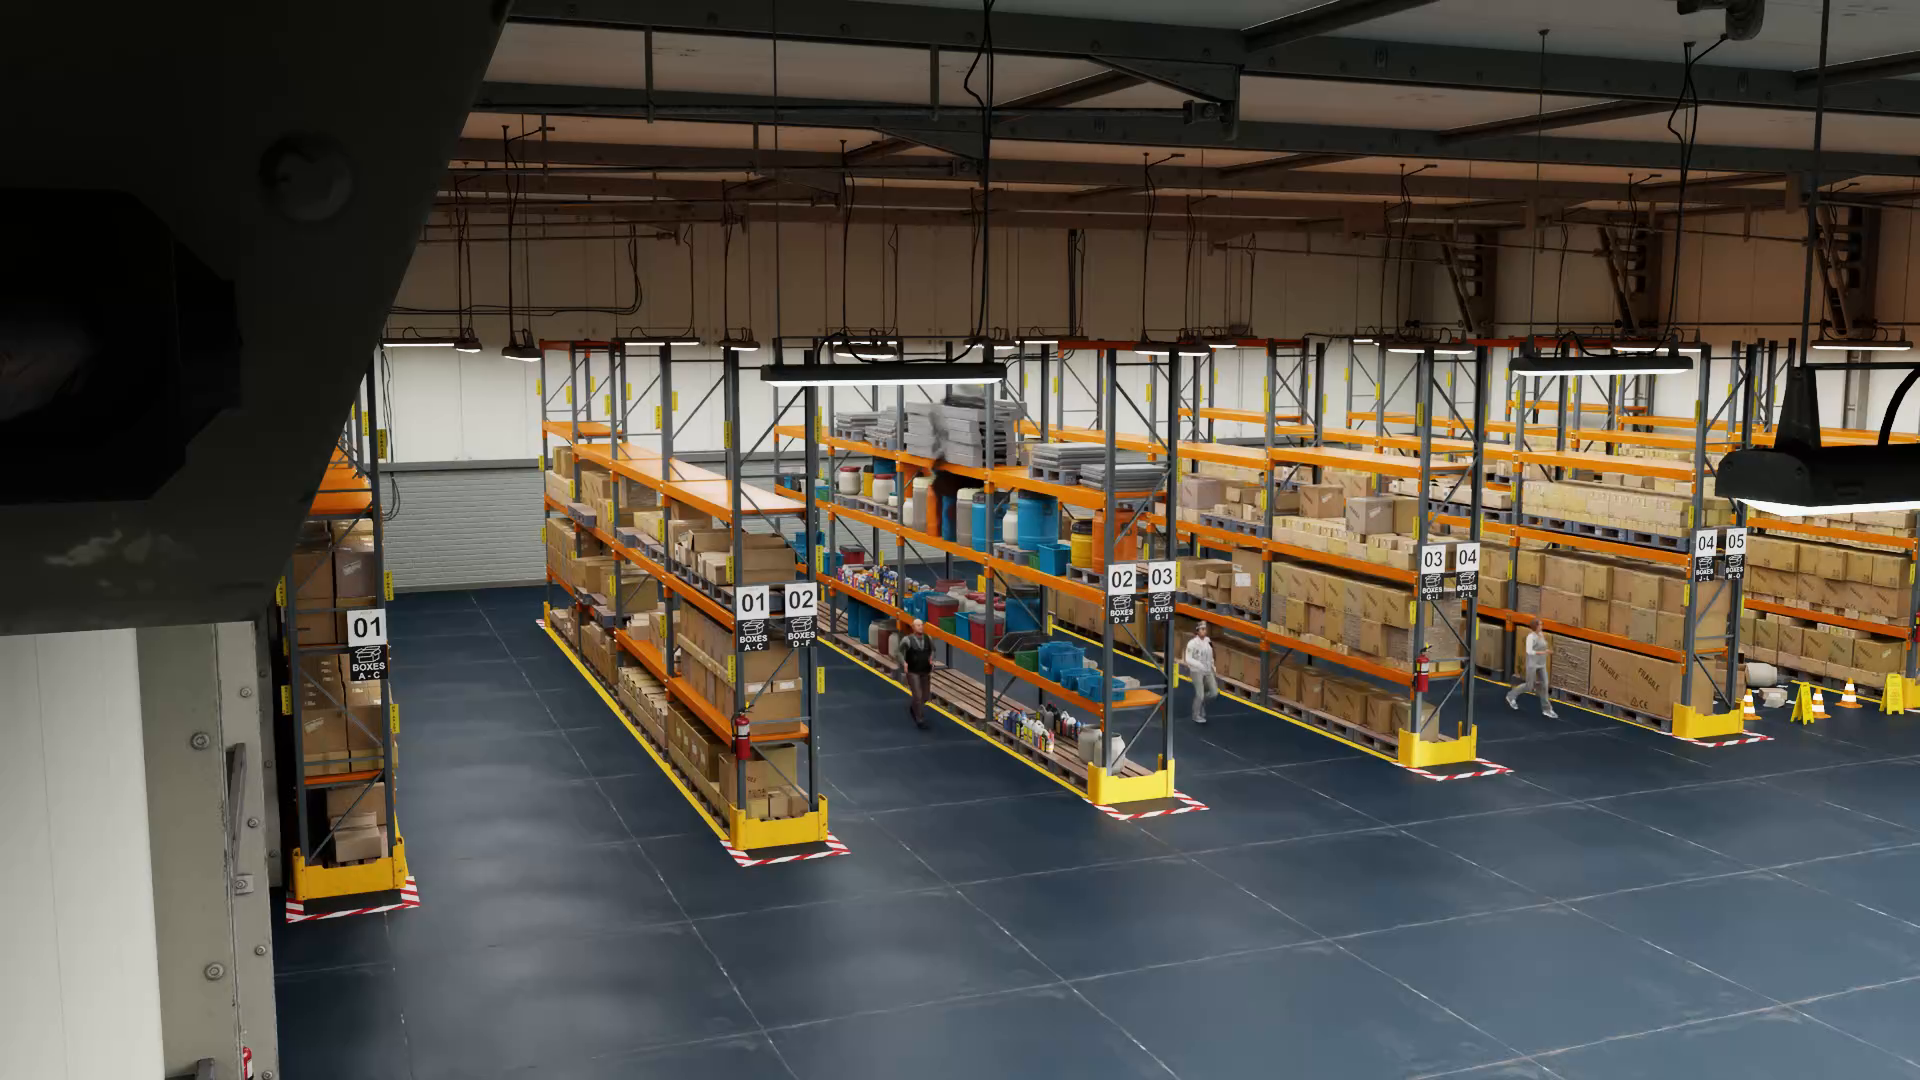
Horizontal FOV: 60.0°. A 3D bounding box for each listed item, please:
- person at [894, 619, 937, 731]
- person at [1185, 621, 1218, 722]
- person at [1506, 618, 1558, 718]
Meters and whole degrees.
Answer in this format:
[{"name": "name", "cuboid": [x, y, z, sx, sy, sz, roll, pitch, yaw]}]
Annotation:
[{"name": "person", "cuboid": [-0.660, 2.087, 26.150, 0.676, 1.710, 0.802, -4, 8, -27]}, {"name": "person", "cuboid": [3.860, 2.088, 26.329, 0.589, 1.653, 0.528, -4, 8, -28]}, {"name": "person", "cuboid": [9.274, 2.038, 26.843, 0.539, 1.583, 0.895, -6, 9, -38]}]
